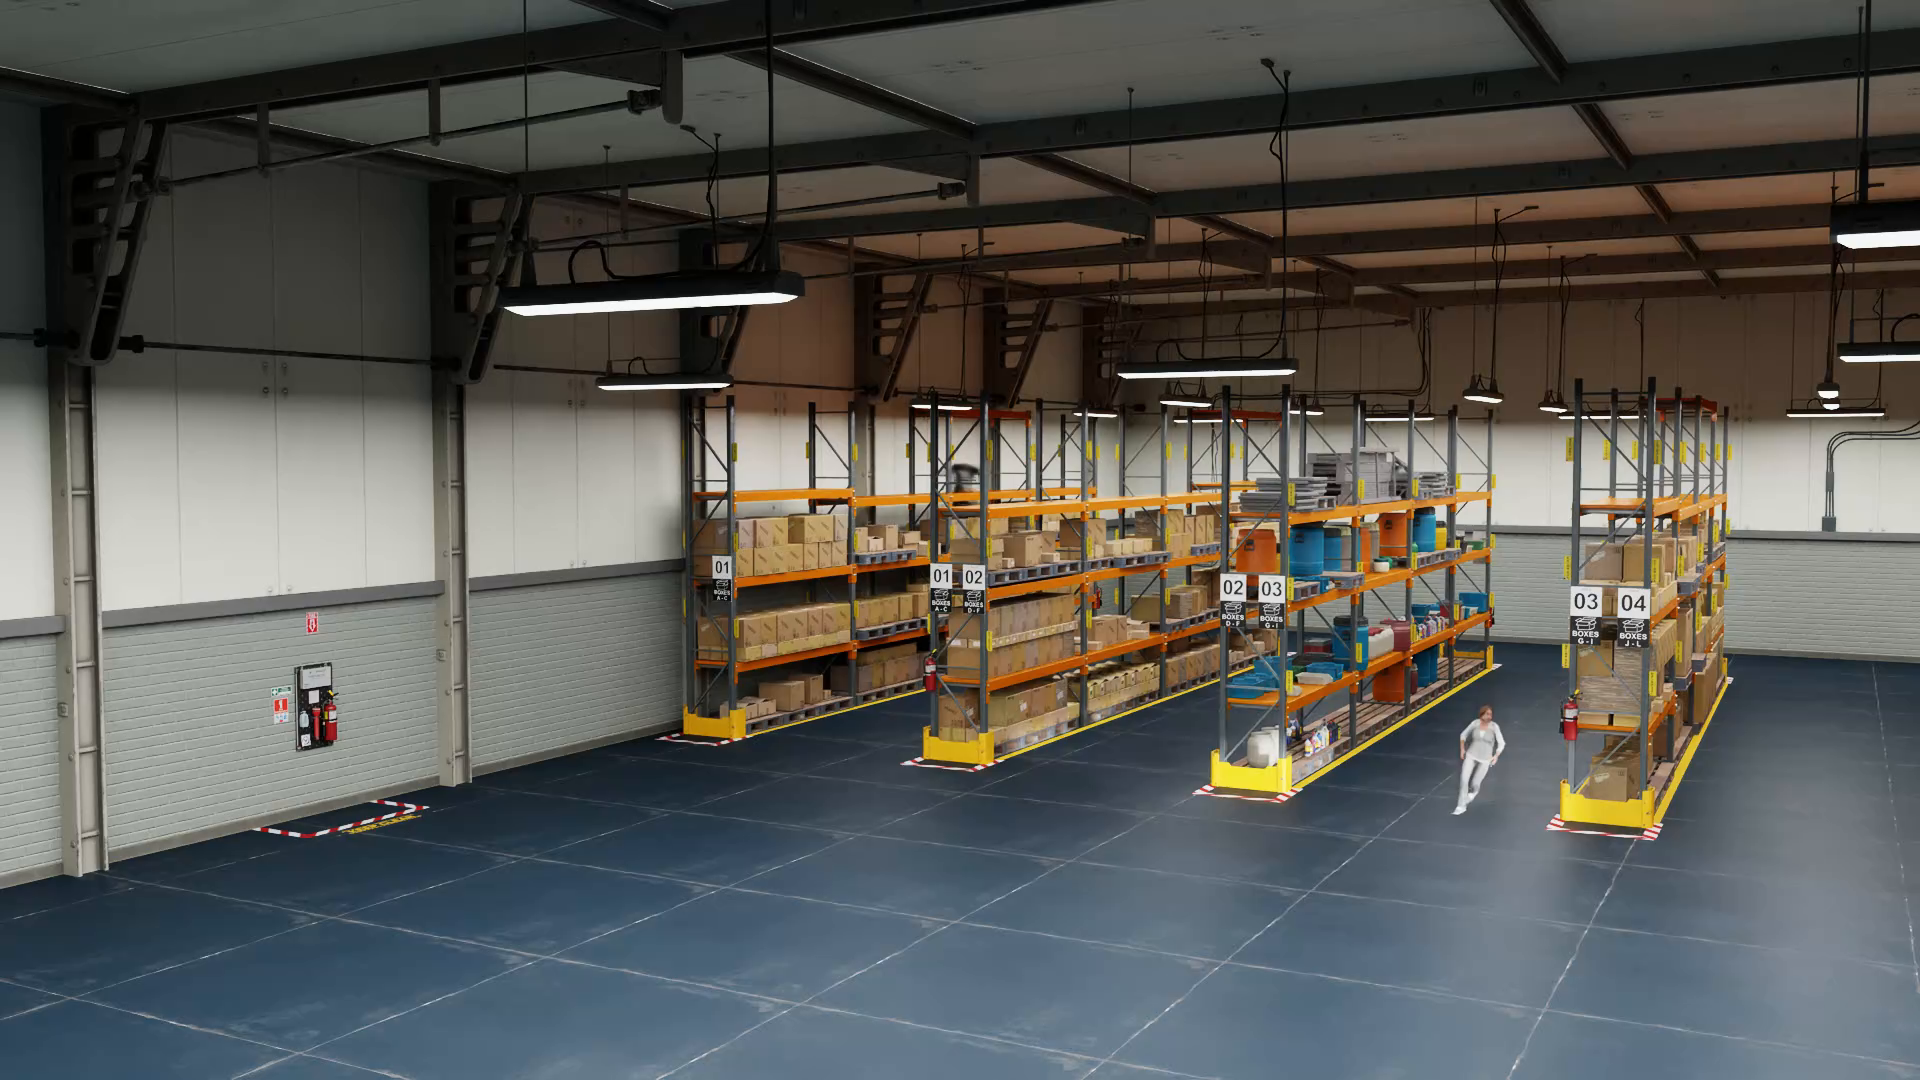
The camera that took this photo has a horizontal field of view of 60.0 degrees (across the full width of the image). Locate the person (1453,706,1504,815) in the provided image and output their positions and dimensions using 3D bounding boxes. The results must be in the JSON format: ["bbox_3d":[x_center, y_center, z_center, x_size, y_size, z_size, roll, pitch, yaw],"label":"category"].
[{"bbox_3d":[7.231,3.046,23.112,0.636,1.504,0.609,1,3,23],"label":"person"}]
